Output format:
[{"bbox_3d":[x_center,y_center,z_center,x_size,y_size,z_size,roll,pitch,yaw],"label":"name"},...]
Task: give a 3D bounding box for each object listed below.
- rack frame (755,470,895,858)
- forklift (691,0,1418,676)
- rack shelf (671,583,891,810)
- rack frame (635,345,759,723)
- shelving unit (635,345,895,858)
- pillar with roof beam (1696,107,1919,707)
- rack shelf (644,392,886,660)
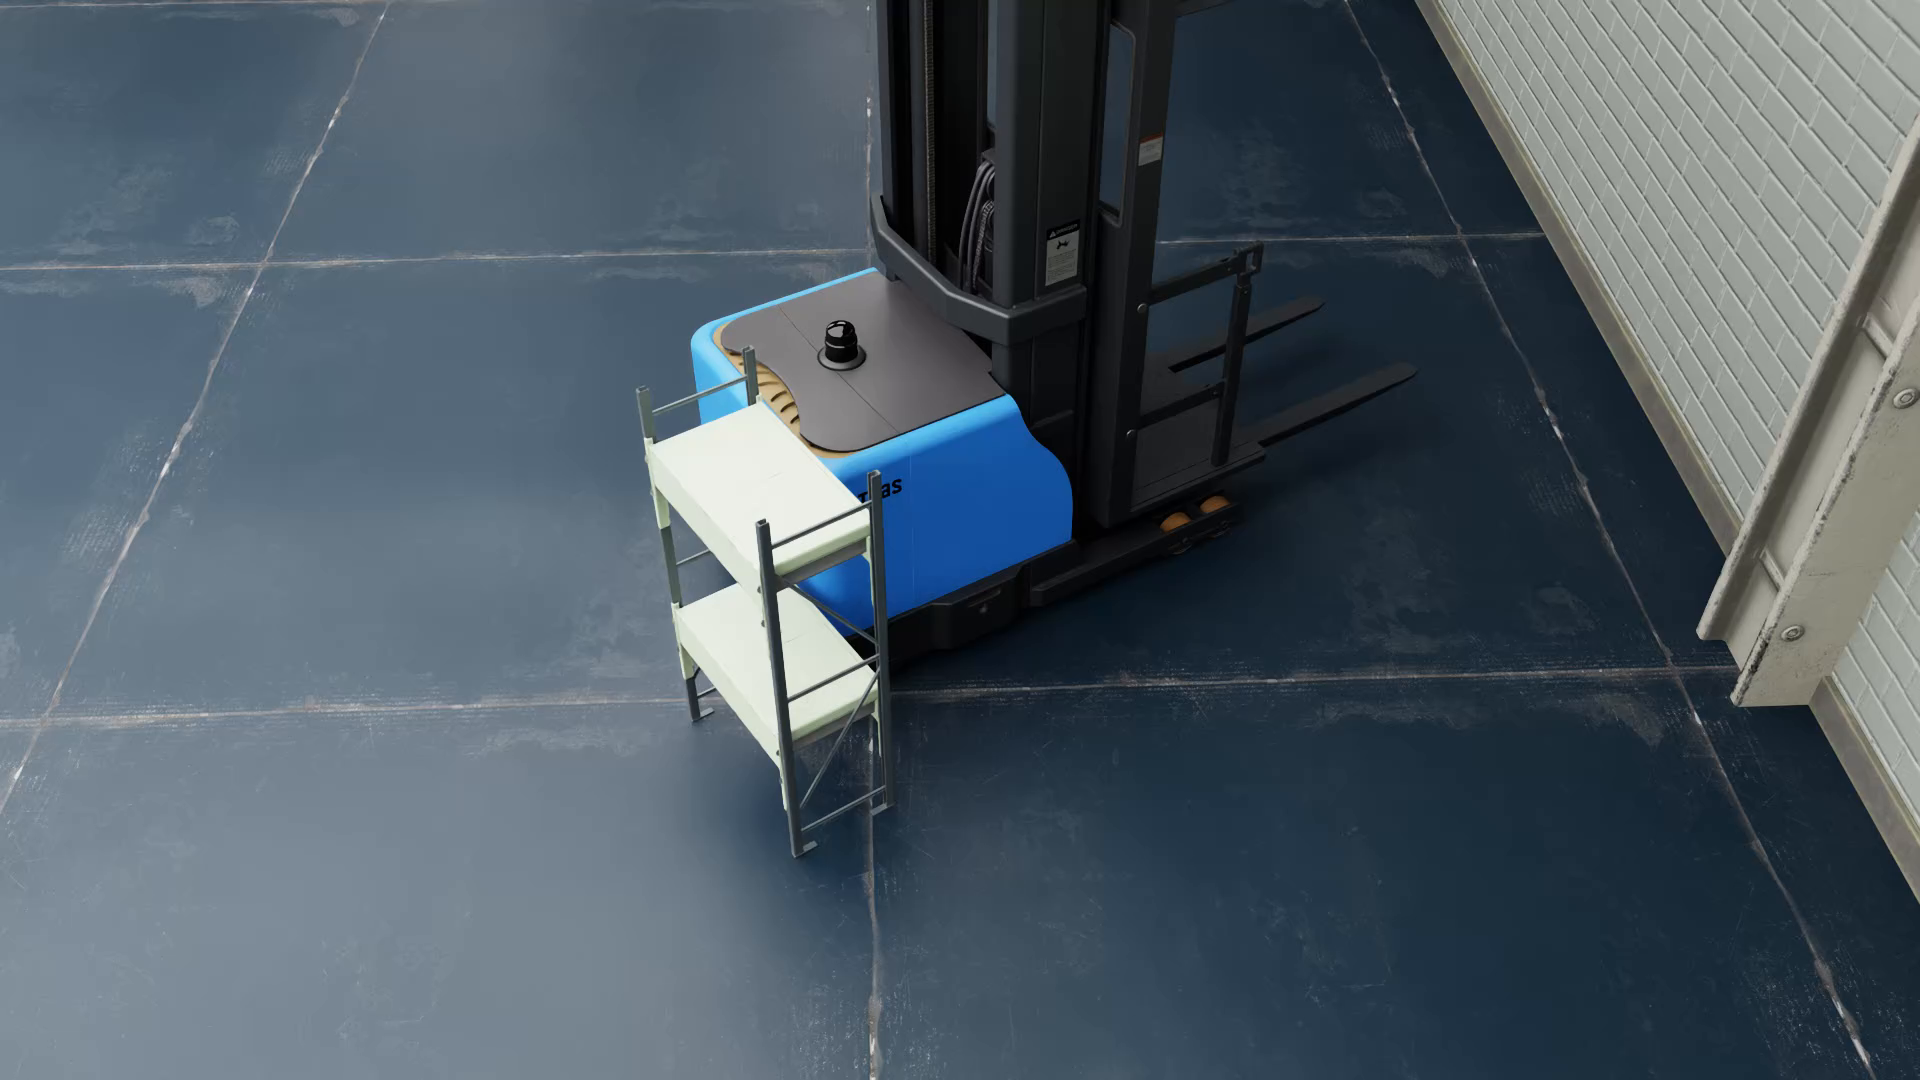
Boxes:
[{"bbox_3d":[-0.395,0.434,5.167,0.400,1.500,0.023,-25,48,-25],"label":"rack frame"},{"bbox_3d":[0.534,-1.306,6.005,3.031,2.935,1.130,-23,47,-23],"label":"forklift"},{"bbox_3d":[-0.603,0.470,5.609,0.431,0.370,0.720,-25,48,-25],"label":"rack shelf"},{"bbox_3d":[-0.811,0.026,5.611,0.400,1.500,0.023,-25,48,-25],"label":"rack frame"},{"bbox_3d":[-0.603,0.230,5.389,0.431,1.500,0.755,-25,48,-25],"label":"shelving unit"},{"bbox_3d":[-1.318,-2.723,3.061,9.100,9.000,0.400,-2,43,-2],"label":"pillar with roof beam"},{"bbox_3d":[-0.603,-0.058,5.125,0.431,0.370,0.720,-25,48,-25],"label":"rack shelf"}]
